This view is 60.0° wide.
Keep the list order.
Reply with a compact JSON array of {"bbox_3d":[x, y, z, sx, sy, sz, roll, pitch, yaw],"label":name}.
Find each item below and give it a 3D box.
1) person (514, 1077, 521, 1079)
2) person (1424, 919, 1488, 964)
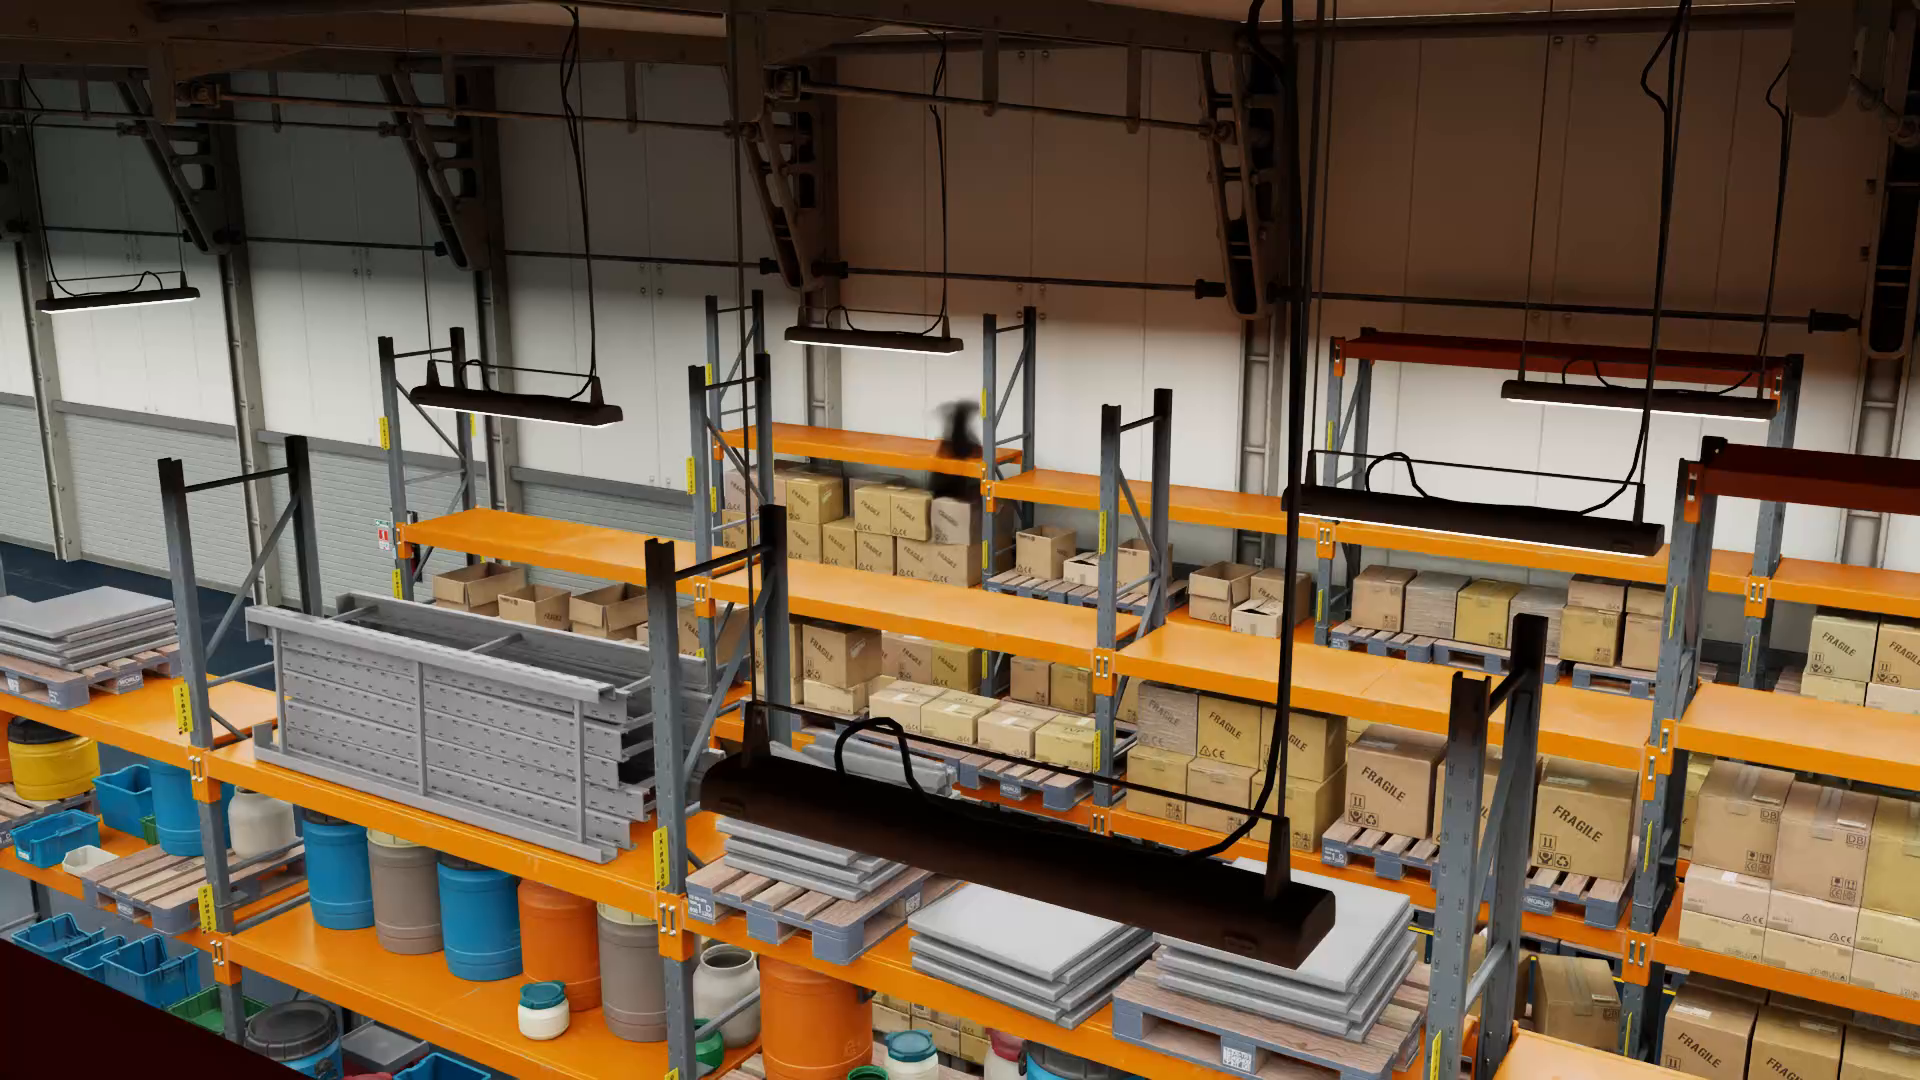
[{"bbox_3d":[-3.063,4.332,12.337,0.579,1.556,0.905,-6,15,-24],"label":"person"},{"bbox_3d":[4.203,3.857,13.949,0.717,1.751,0.675,7,15,26],"label":"person"}]
